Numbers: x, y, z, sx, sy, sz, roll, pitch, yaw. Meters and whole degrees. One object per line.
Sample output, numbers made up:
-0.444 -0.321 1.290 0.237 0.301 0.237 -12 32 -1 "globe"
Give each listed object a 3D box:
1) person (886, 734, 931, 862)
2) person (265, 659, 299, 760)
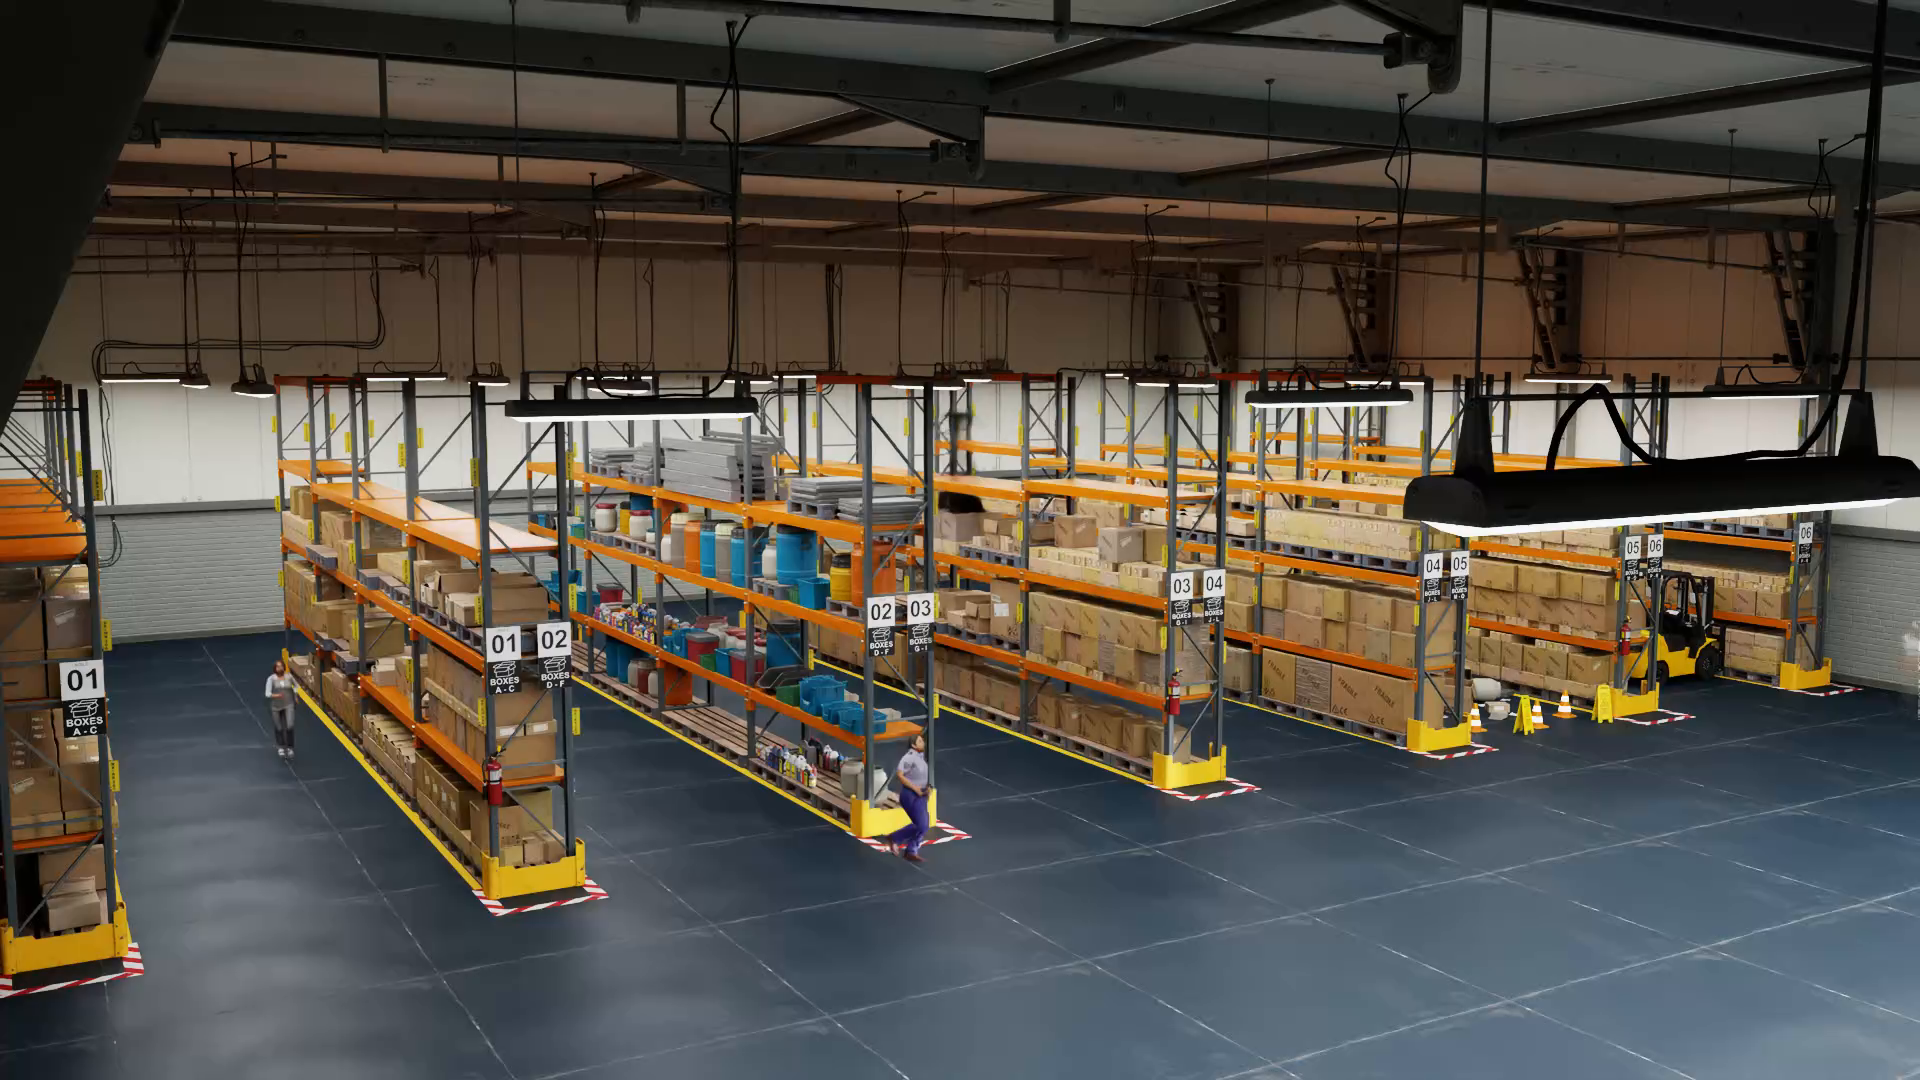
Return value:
-0.634 3.264 21.056 0.538 1.619 0.613 1 6 12 "person"
-10.661 2.673 26.191 0.507 1.604 0.667 -3 7 -25 "person"
